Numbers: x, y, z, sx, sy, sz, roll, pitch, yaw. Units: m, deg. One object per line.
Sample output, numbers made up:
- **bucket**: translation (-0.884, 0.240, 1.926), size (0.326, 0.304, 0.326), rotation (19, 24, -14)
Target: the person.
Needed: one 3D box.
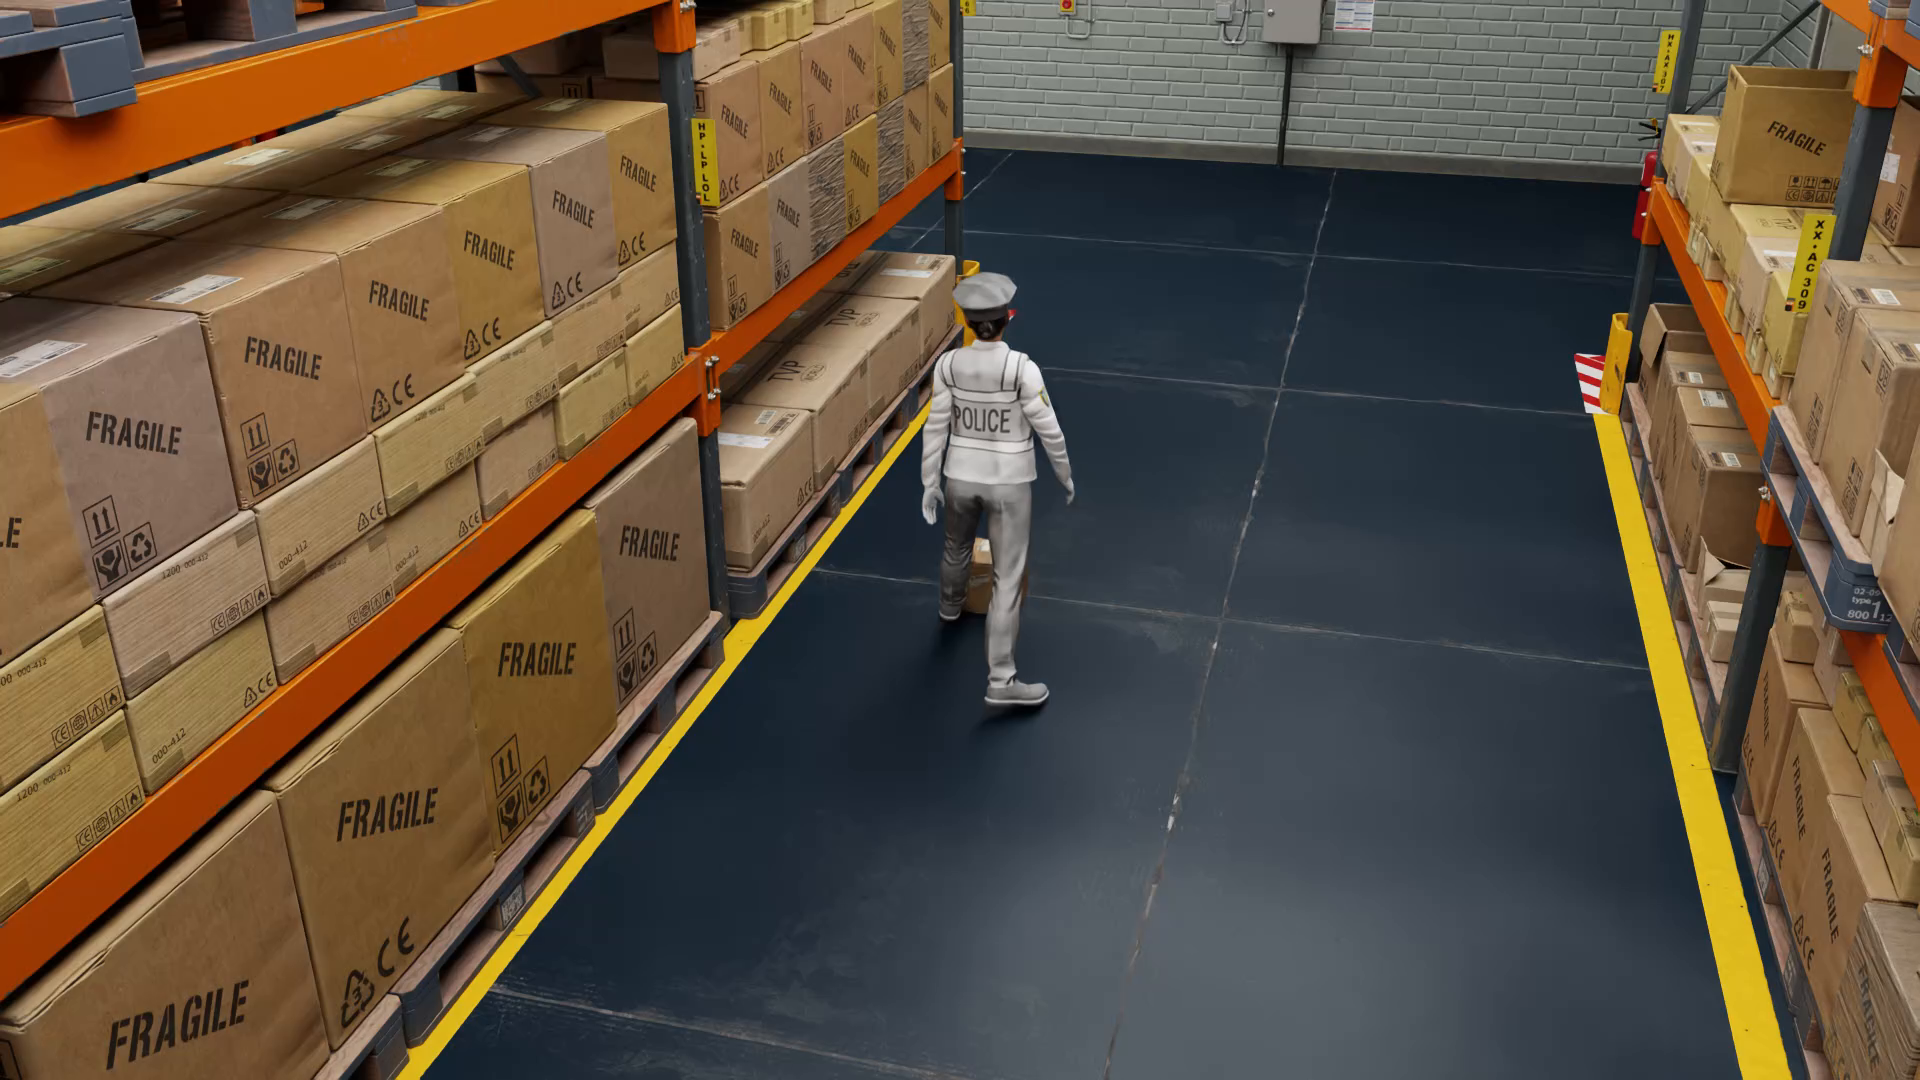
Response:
- **person**: translation (0.116, -0.251, 6.639), size (0.762, 1.610, 0.912), rotation (12, 28, 23)
